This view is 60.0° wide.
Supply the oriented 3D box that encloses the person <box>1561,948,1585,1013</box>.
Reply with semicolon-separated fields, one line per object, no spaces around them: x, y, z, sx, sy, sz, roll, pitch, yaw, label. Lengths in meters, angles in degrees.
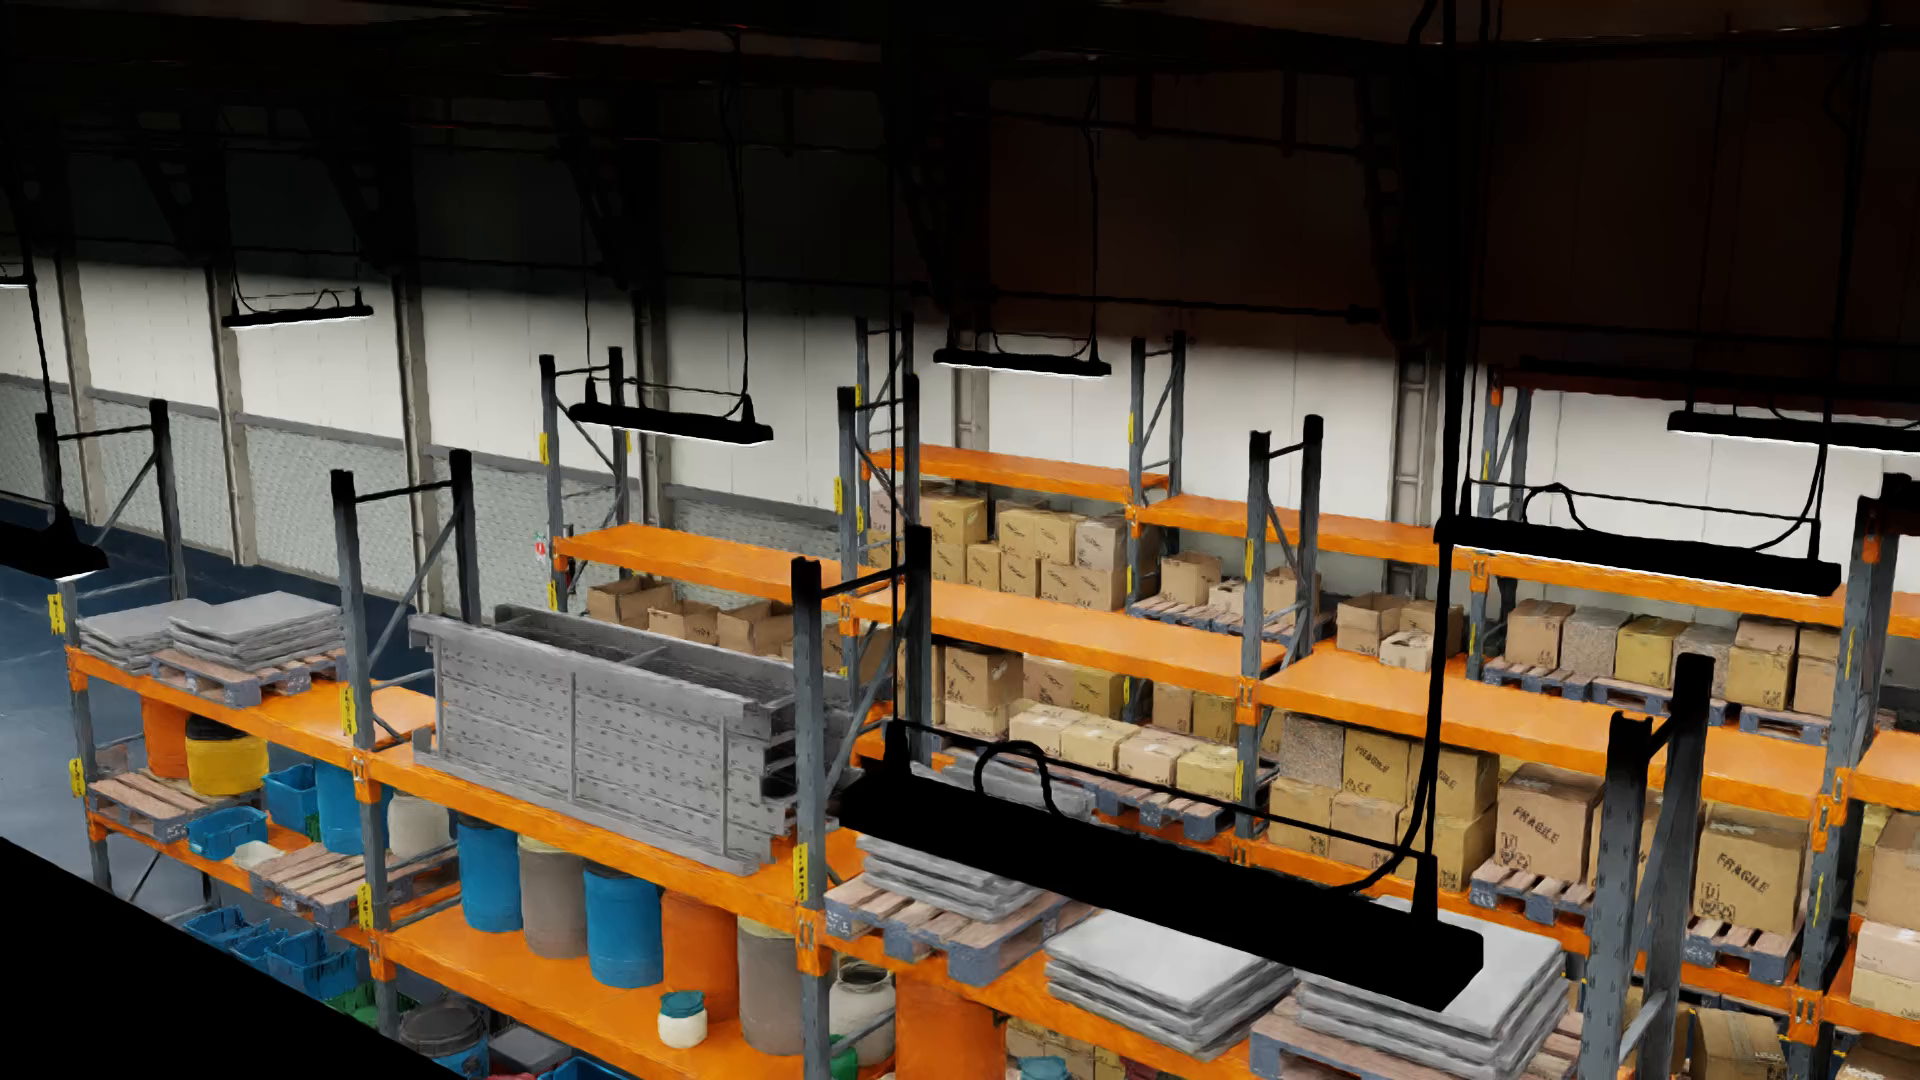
5.556;3.751;15.310;0.582;1.682;0.371;3;13;15;person
